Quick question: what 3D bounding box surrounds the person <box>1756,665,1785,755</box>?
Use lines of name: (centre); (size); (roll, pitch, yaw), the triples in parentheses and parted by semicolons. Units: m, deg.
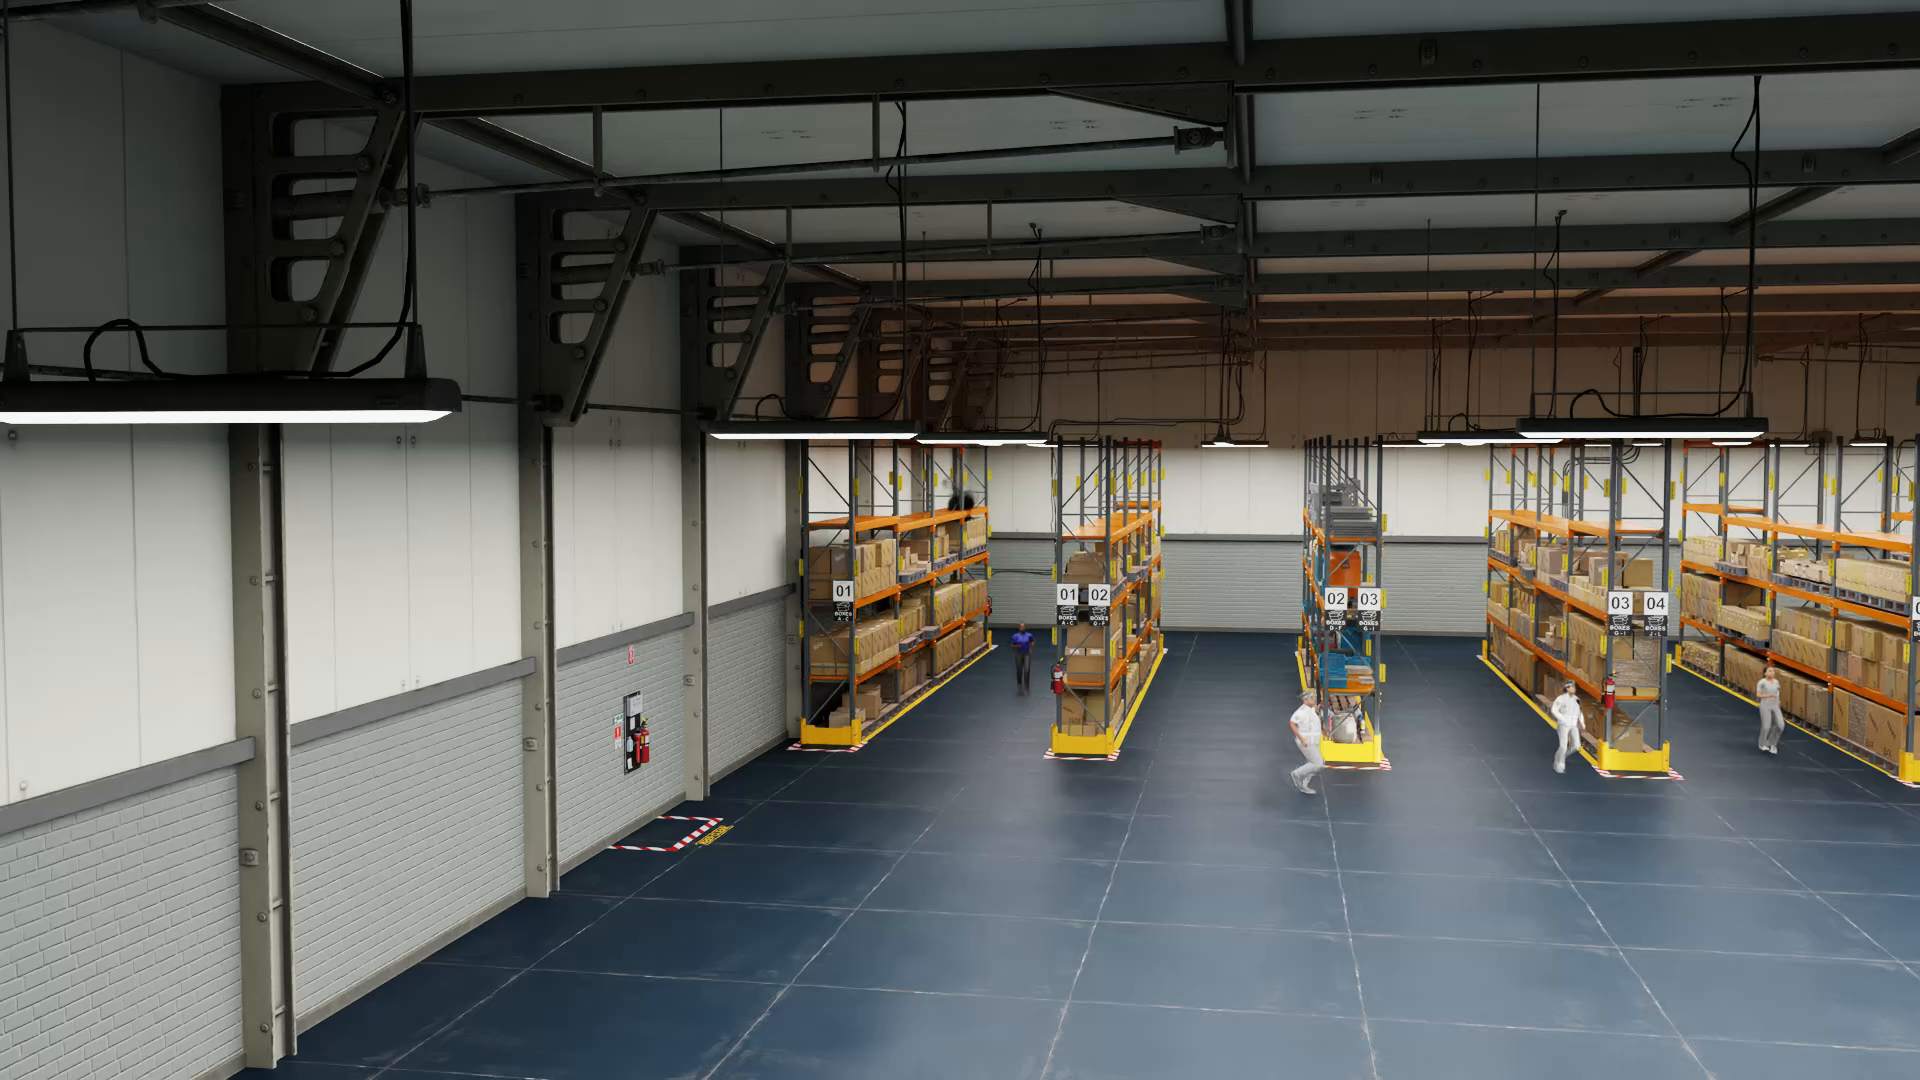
person: (15.275, 3.199, 31.324); (0.546, 1.678, 0.642); (0, 3, -1)

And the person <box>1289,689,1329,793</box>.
person: (5.842, 3.355, 27.687); (0.590, 1.743, 0.657); (2, 4, 32)

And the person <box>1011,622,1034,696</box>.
person: (1.468, 2.767, 39.036); (0.574, 1.680, 0.883); (0, 3, -3)

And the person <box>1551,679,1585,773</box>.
person: (10.844, 3.305, 29.553); (0.690, 1.650, 0.474); (-1, 3, -17)
